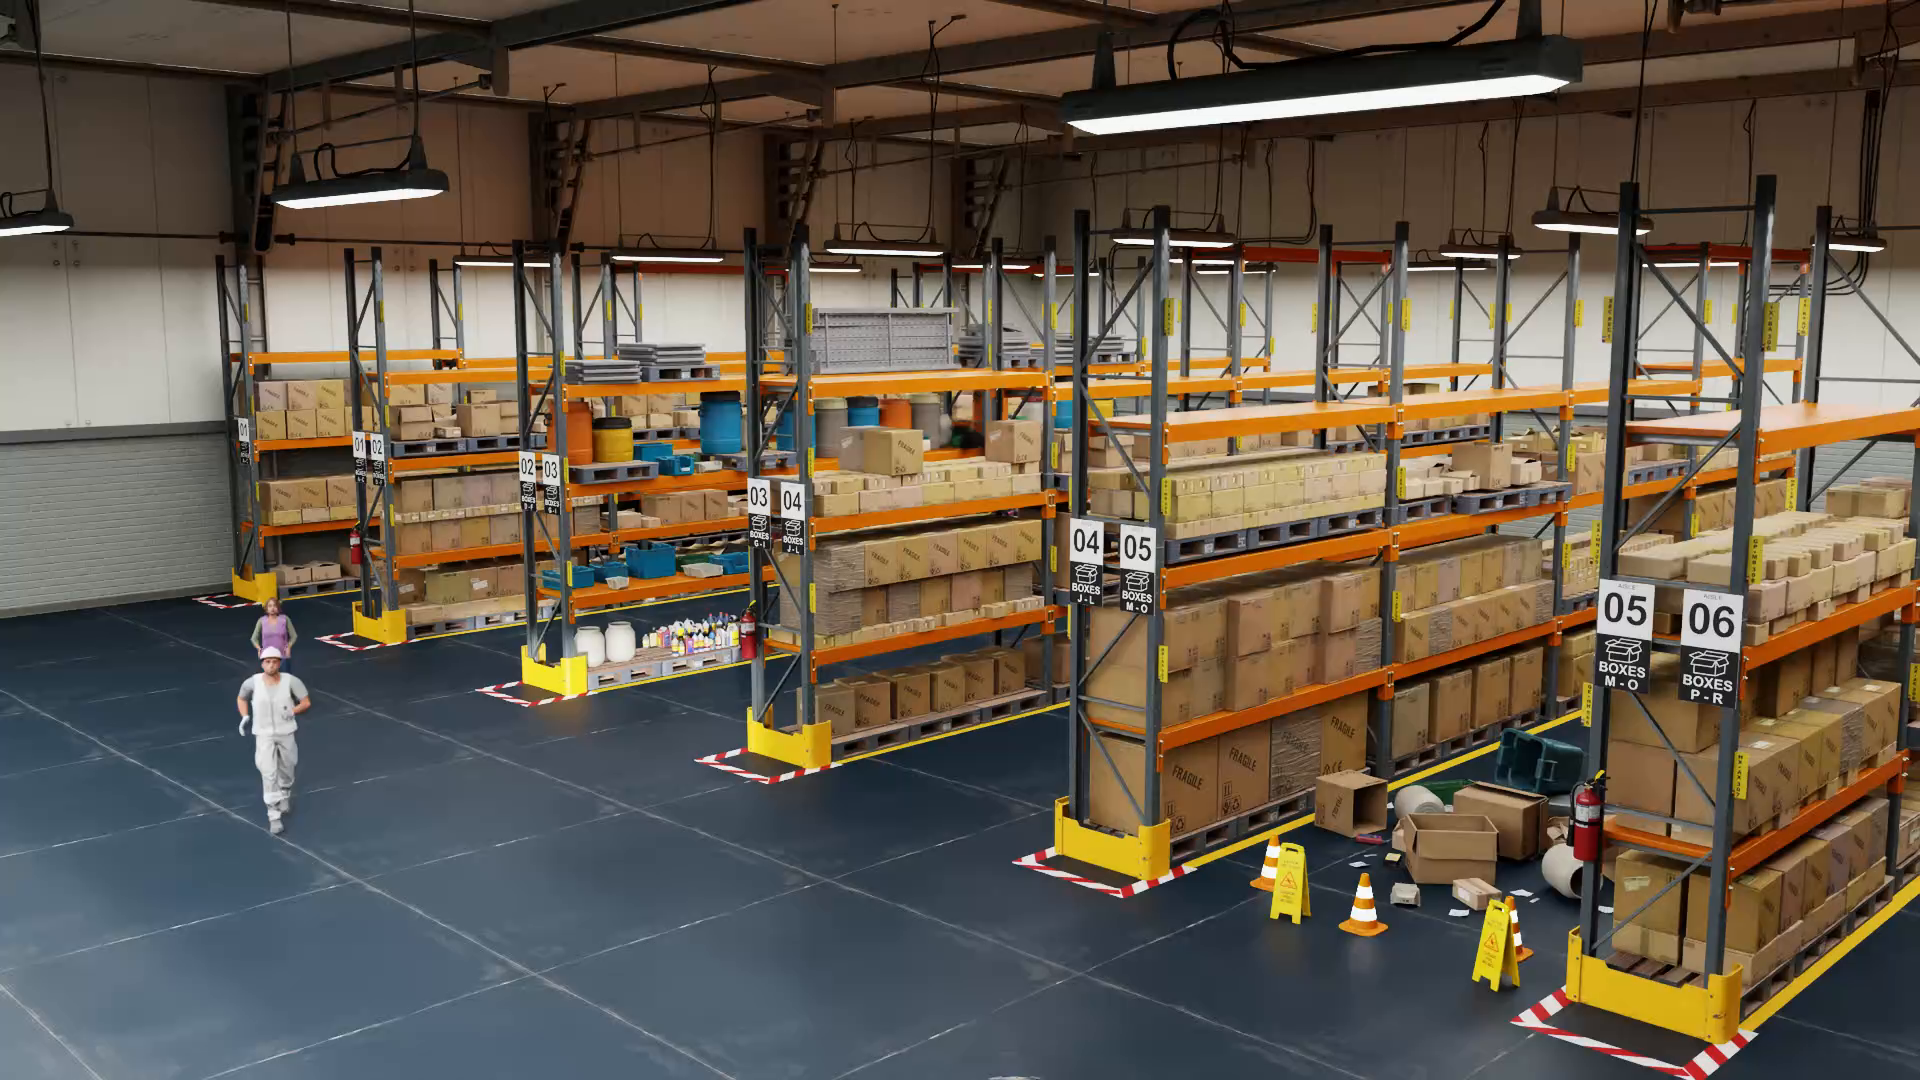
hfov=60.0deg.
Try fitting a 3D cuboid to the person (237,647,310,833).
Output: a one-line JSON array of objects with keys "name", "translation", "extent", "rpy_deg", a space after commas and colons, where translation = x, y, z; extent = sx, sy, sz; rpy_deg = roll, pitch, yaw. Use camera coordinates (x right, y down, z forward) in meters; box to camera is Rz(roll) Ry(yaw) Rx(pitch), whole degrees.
[{"name": "person", "translation": [-6.780, 1.929, 16.484], "extent": [0.667, 1.777, 0.902], "rpy_deg": [-4, 9, -24]}]

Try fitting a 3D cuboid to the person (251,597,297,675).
[{"name": "person", "translation": [-8.532, 1.476, 20.709], "extent": [0.534, 1.547, 0.558], "rpy_deg": [-3, 9, -22]}]
